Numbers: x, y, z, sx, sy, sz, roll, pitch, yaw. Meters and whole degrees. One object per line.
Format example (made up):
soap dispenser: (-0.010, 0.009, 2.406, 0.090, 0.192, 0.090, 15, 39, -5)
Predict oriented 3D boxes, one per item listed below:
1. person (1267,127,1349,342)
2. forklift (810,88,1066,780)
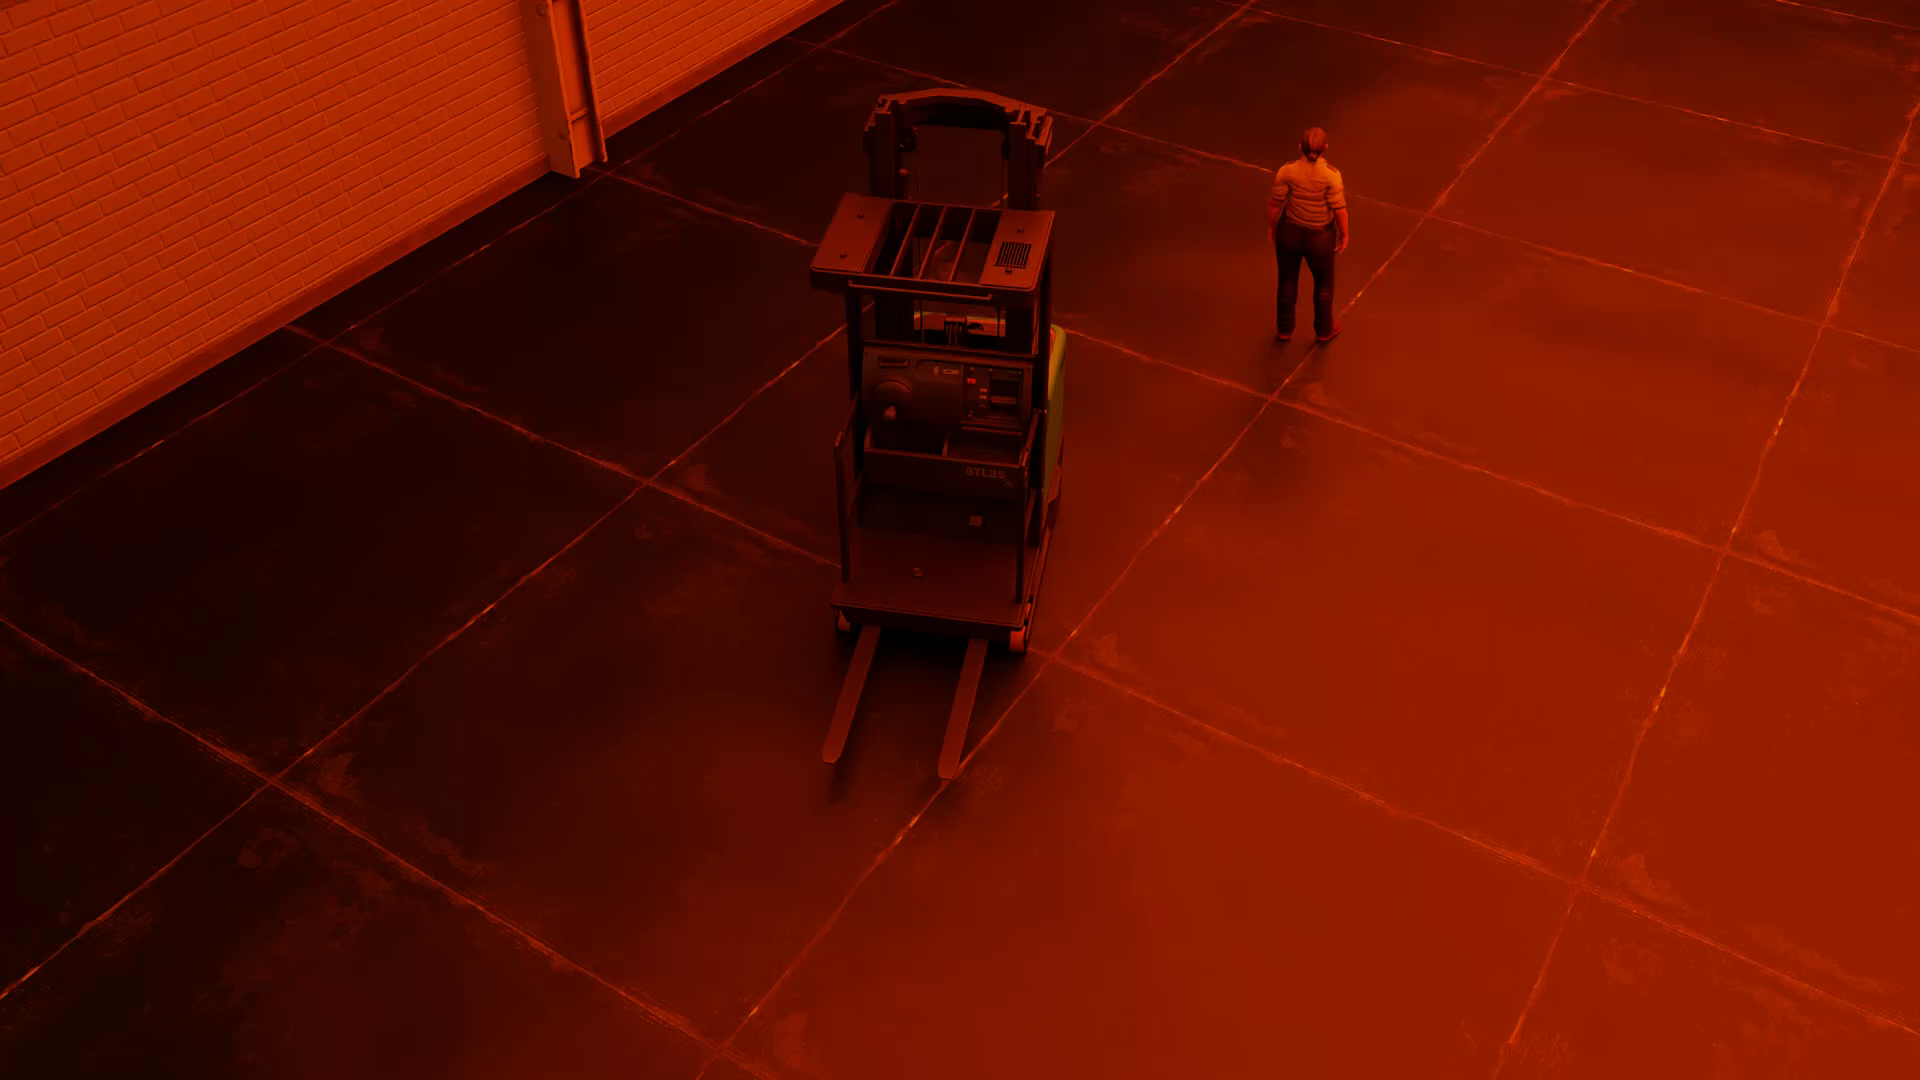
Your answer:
person: (2.415, -2.121, 11.455, 0.588, 1.654, 0.493, 16, 43, 18)
forklift: (-0.108, -0.731, 8.830, 1.130, 2.935, 3.031, 7, 41, 8)
